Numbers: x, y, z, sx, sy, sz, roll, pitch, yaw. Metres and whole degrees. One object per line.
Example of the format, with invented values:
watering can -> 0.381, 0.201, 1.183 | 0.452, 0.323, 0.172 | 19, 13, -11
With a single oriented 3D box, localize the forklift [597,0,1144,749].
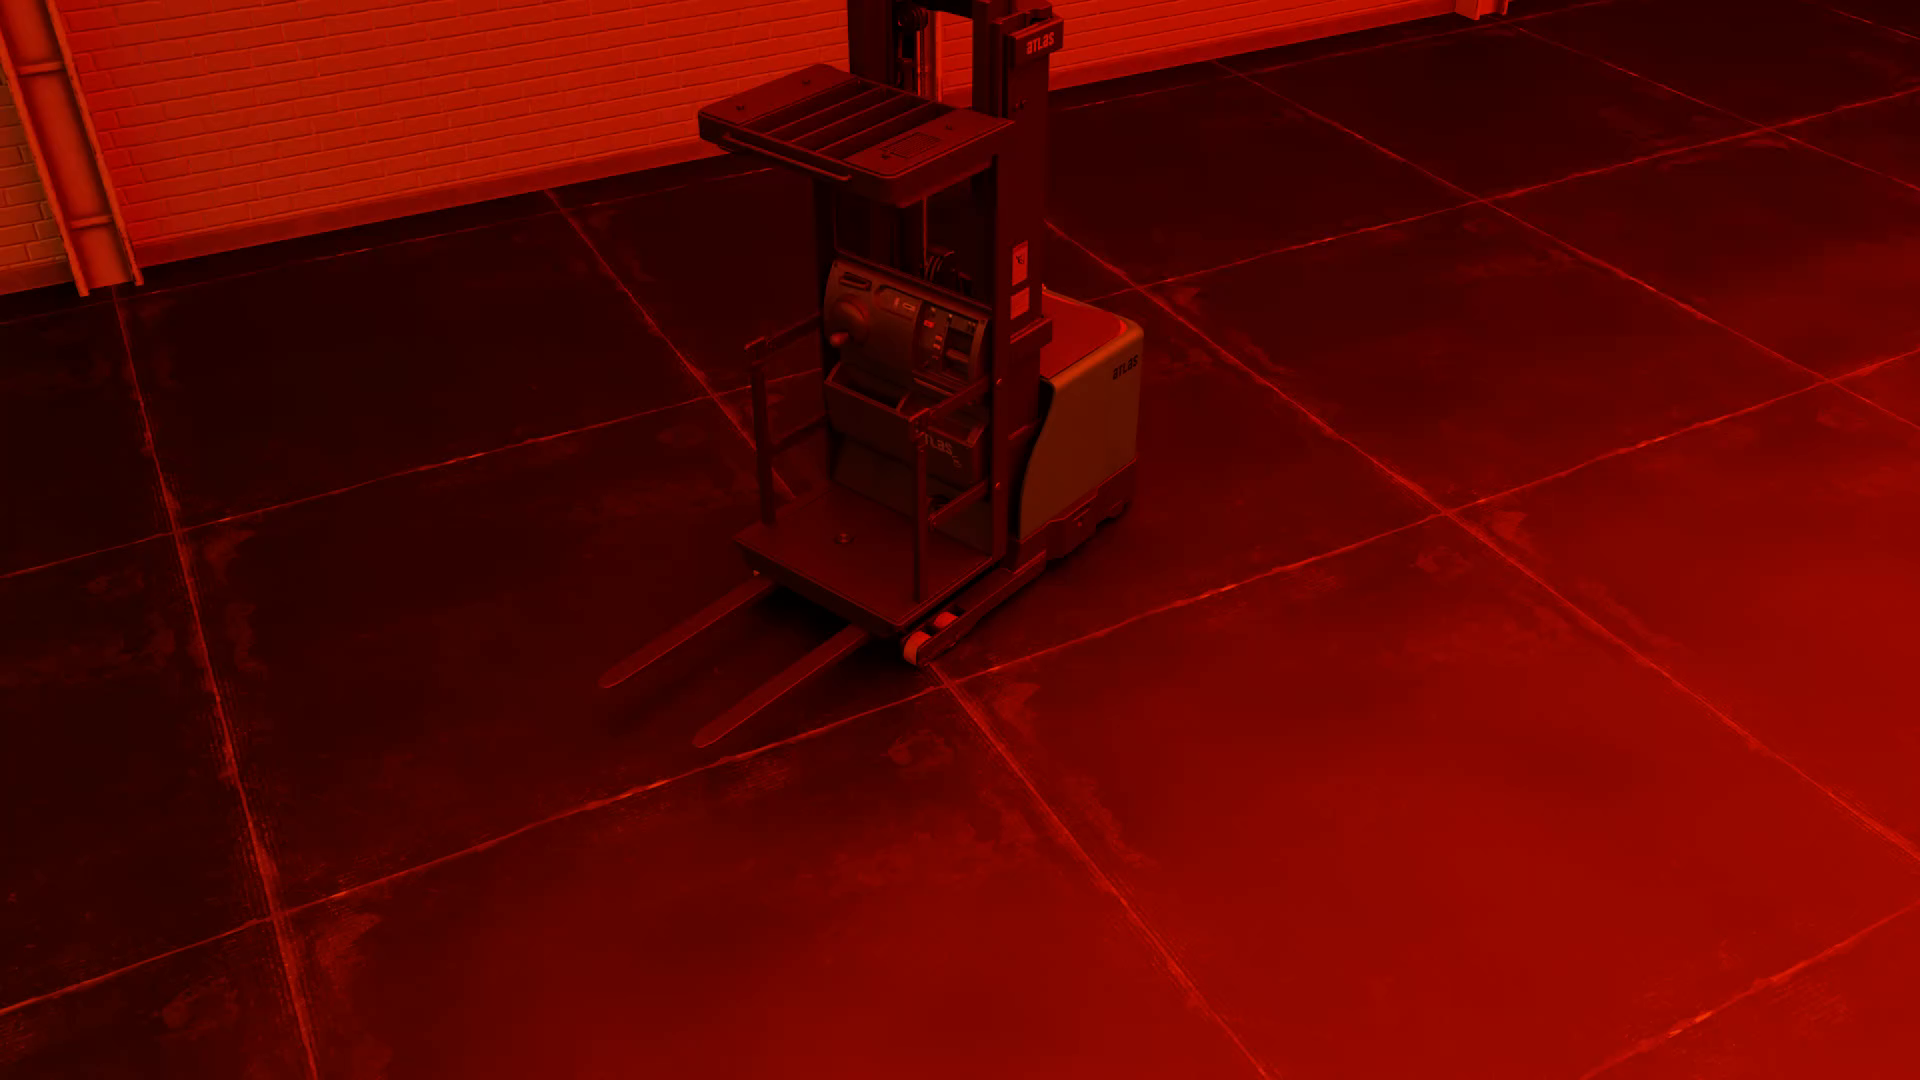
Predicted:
forklift -> -0.390, -0.927, 7.434 | 1.130, 2.935, 3.031 | 26, 43, 31

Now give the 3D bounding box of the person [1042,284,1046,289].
person -> 0.309, -2.393, 10.651 | 0.473, 1.600, 0.519 | -3, 35, -4
